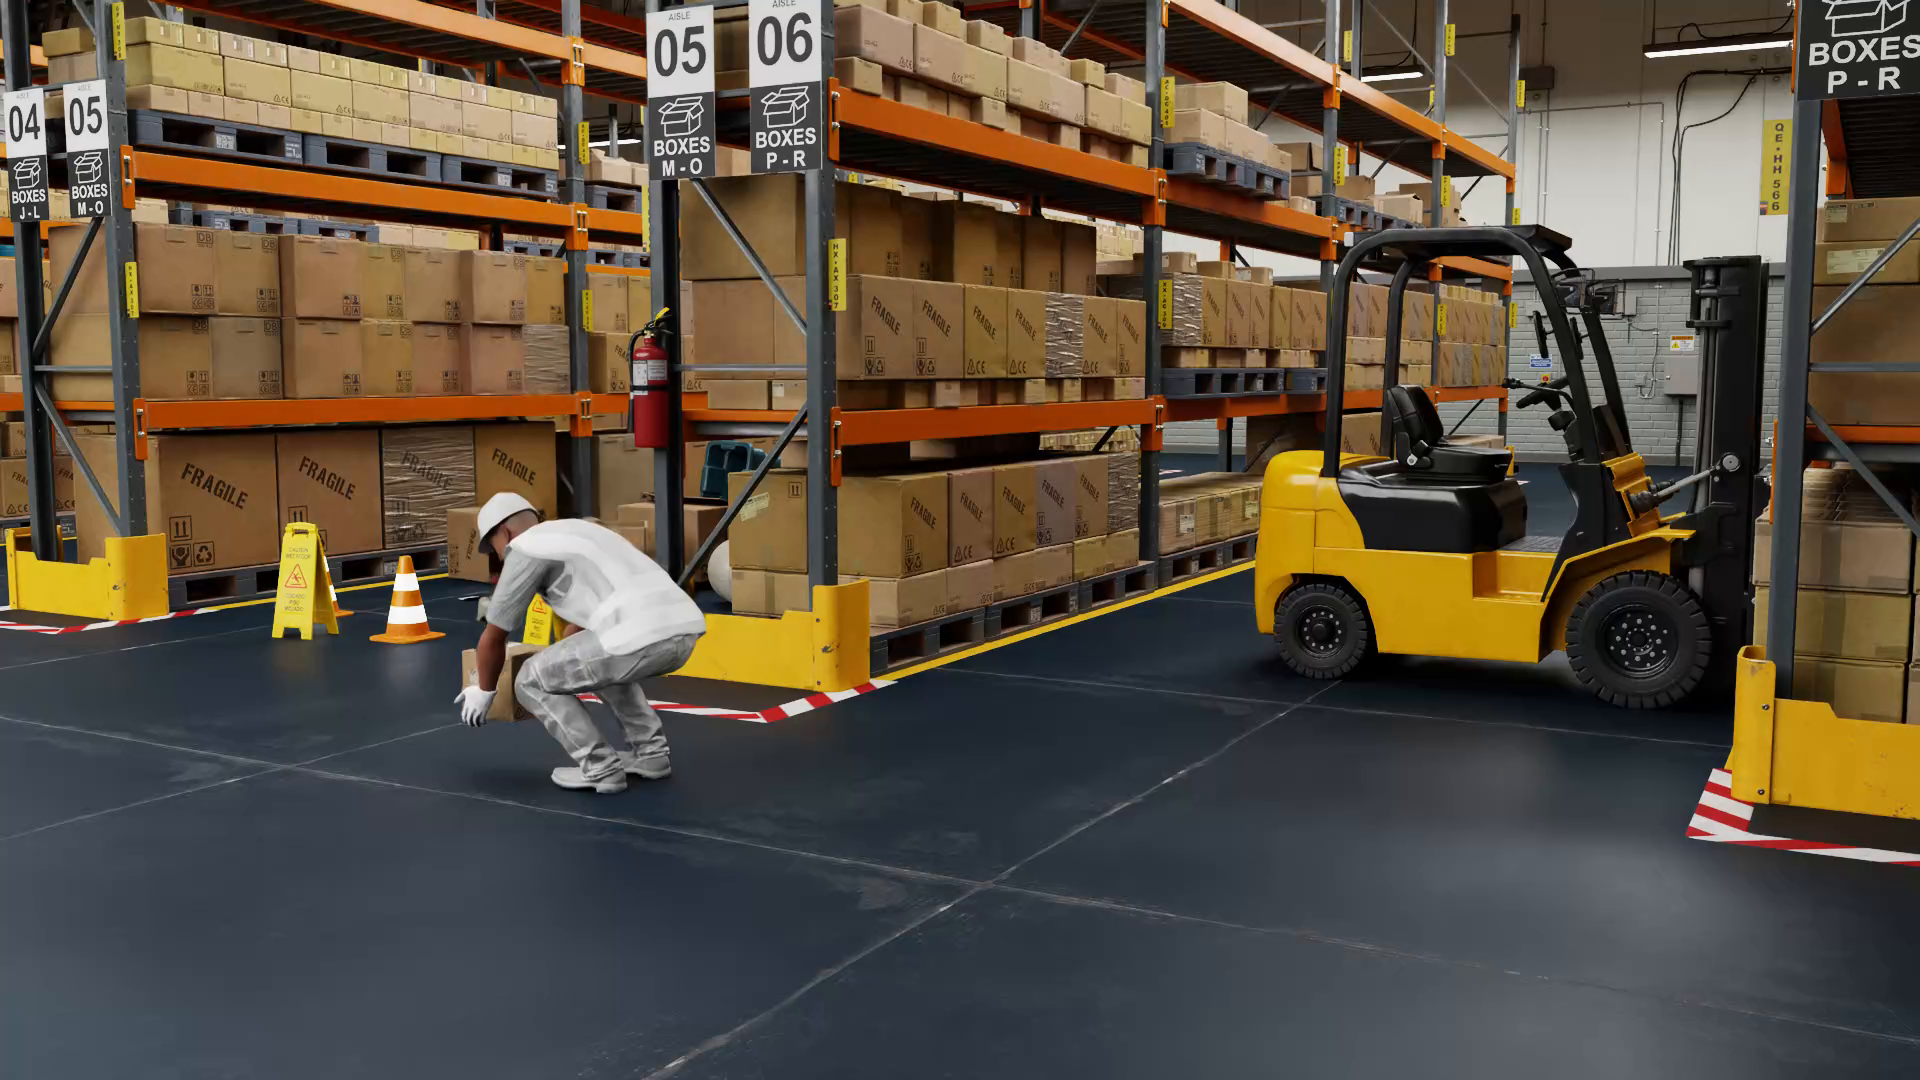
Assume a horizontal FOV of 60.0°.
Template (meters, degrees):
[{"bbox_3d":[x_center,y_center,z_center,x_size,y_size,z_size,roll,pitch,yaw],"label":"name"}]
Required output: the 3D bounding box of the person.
[{"bbox_3d":[-1.388,0.361,6.068,0.902,1.053,0.582,3,7,29],"label":"person"}]
